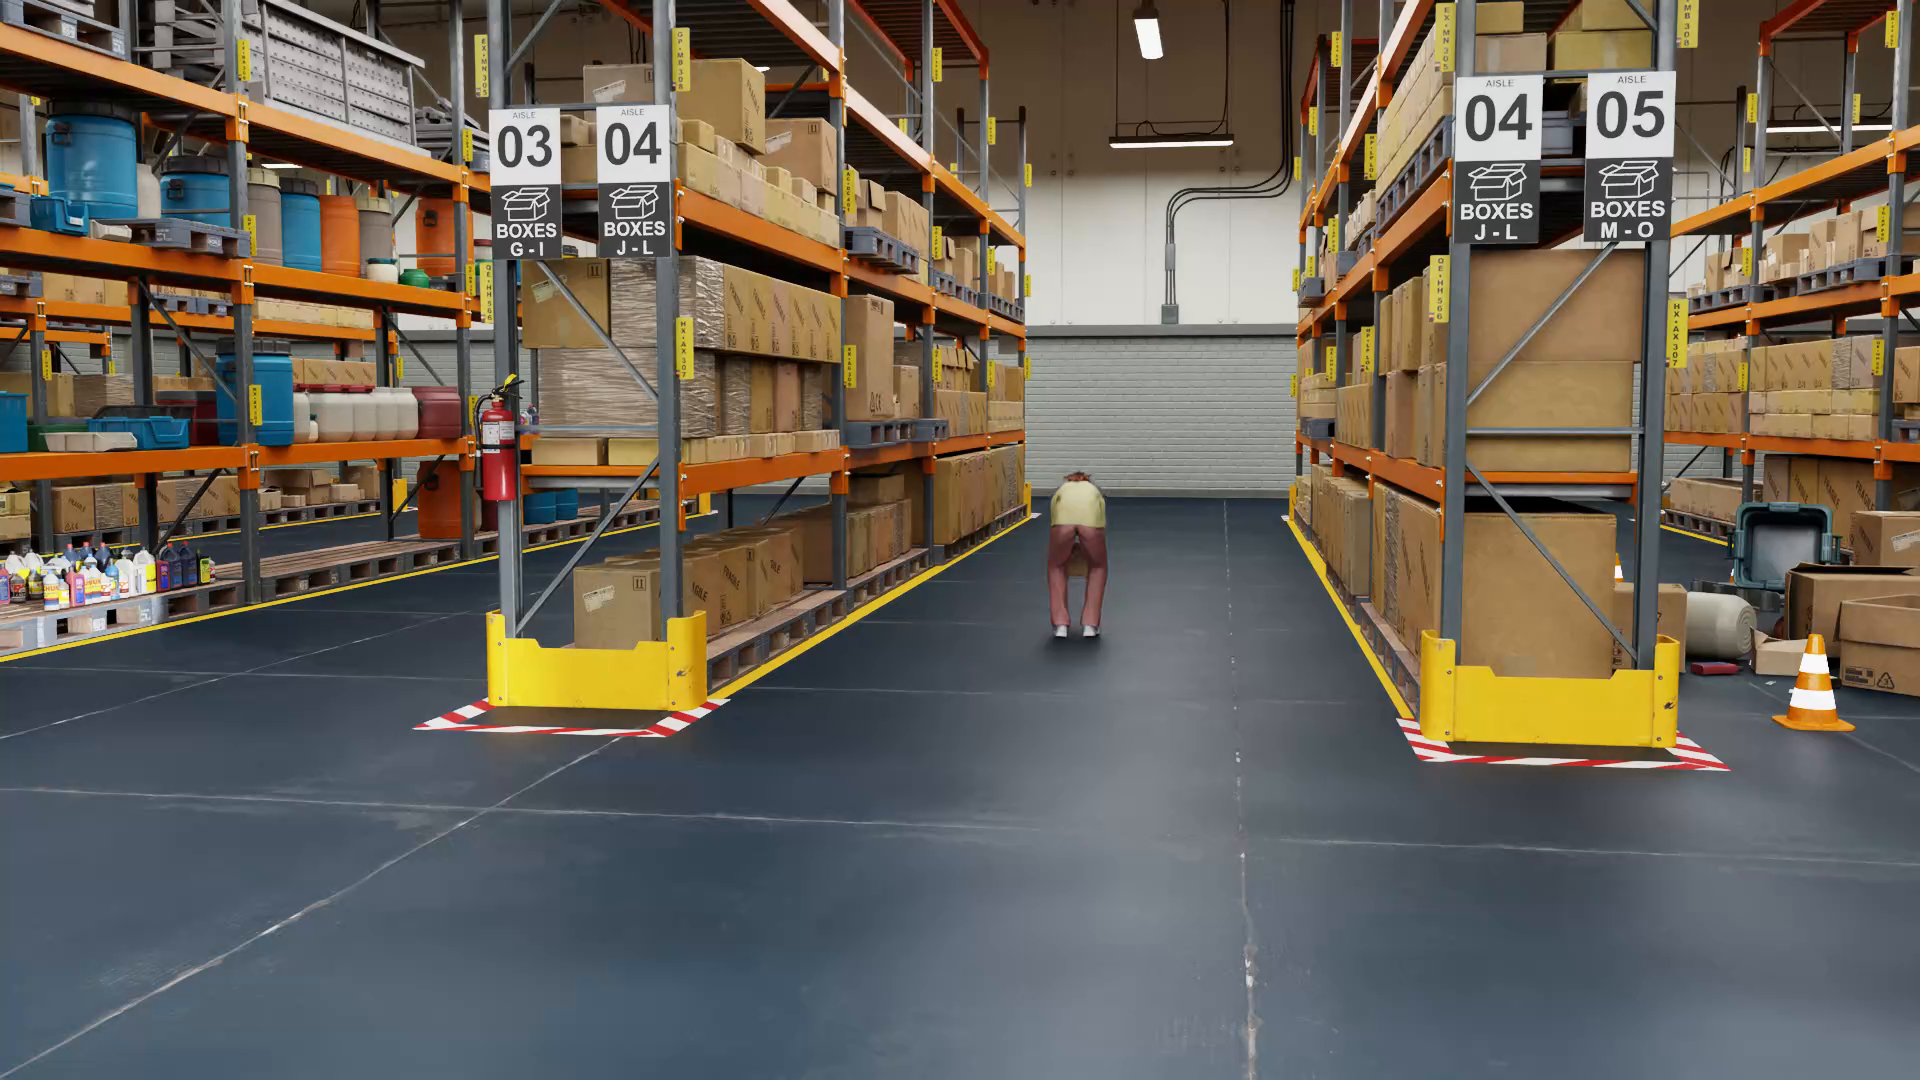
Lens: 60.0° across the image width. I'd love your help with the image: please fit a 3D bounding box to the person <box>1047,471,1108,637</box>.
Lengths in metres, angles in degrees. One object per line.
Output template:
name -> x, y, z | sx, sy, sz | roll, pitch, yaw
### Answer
person -> 0.849, 0.090, 11.975 | 0.435, 1.162, 0.849 | 1, 5, 6
